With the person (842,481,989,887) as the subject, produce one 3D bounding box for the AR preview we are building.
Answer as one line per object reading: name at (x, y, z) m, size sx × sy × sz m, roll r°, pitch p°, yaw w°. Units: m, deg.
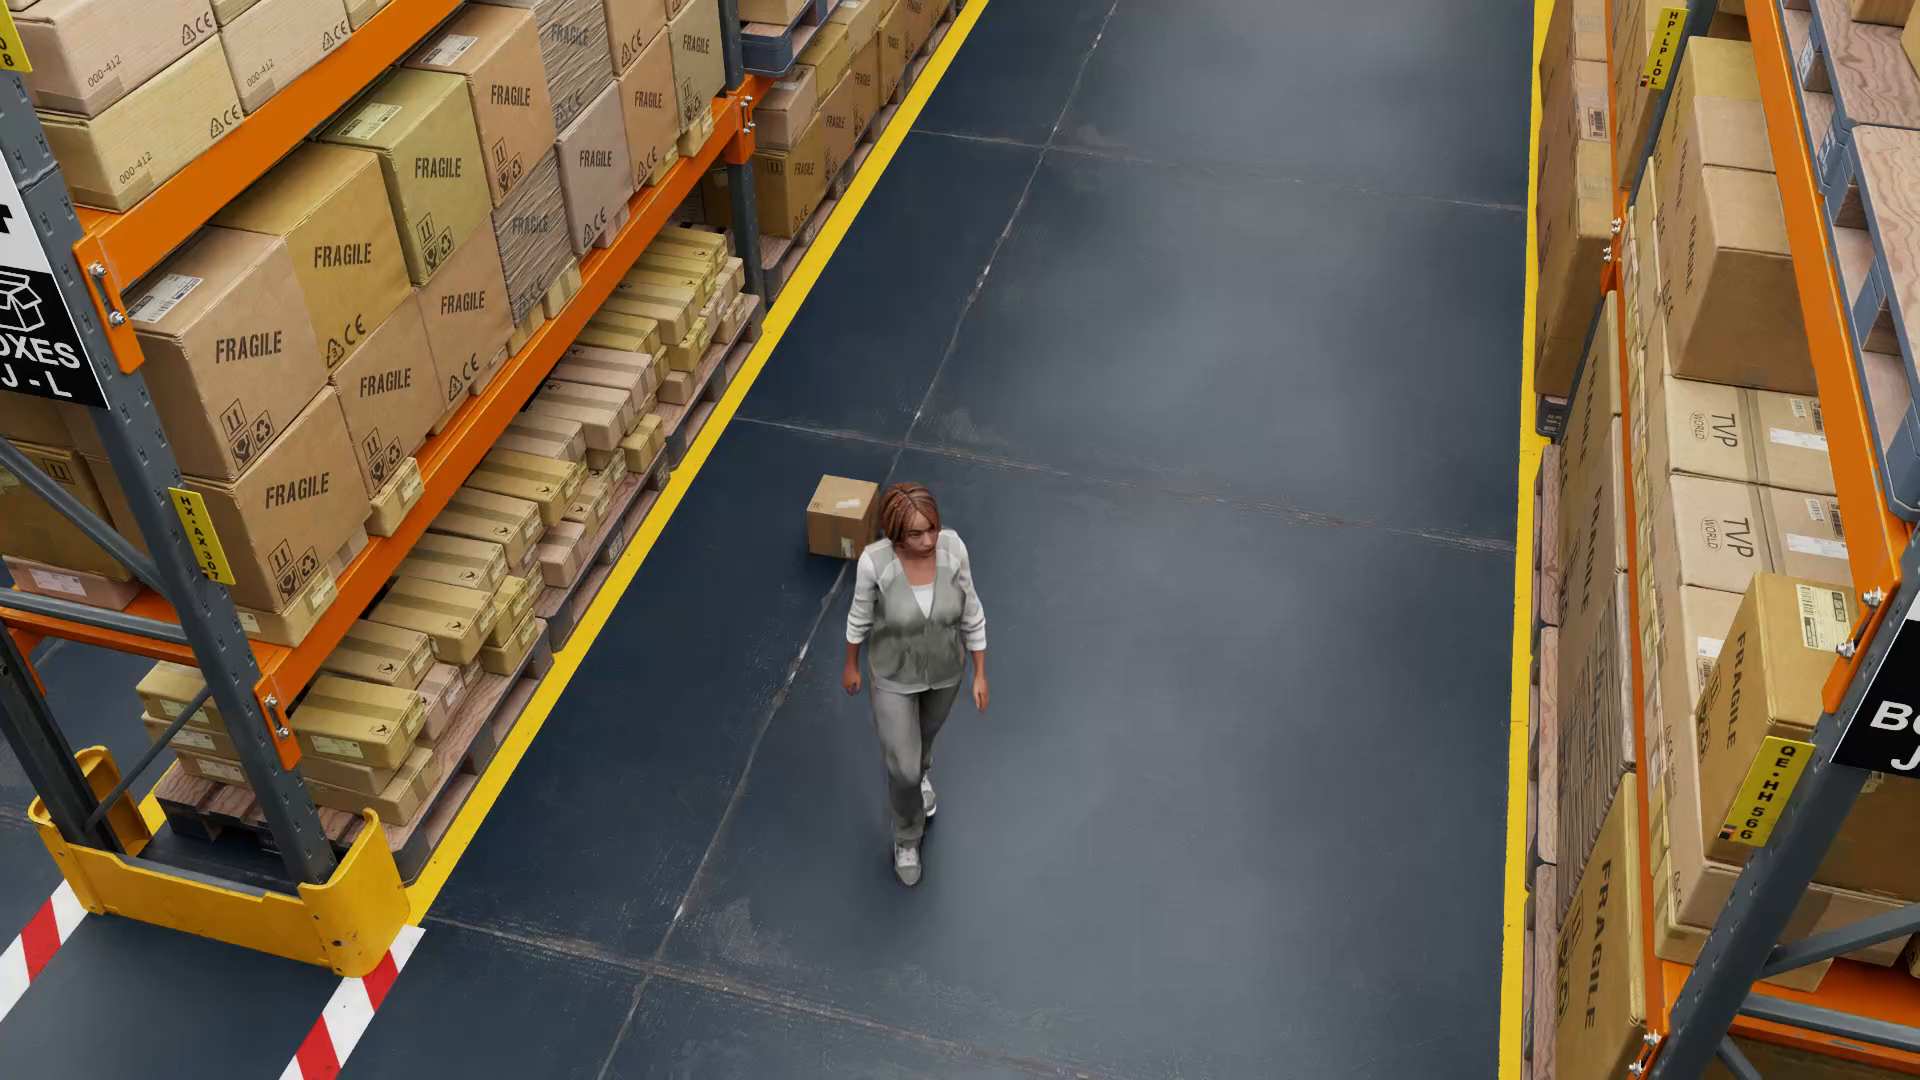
person at (-0.151, 0.458, 5.656) m, size 0.459 × 1.645 × 0.523 m, roll -16°, pitch 44°, yaw -17°
